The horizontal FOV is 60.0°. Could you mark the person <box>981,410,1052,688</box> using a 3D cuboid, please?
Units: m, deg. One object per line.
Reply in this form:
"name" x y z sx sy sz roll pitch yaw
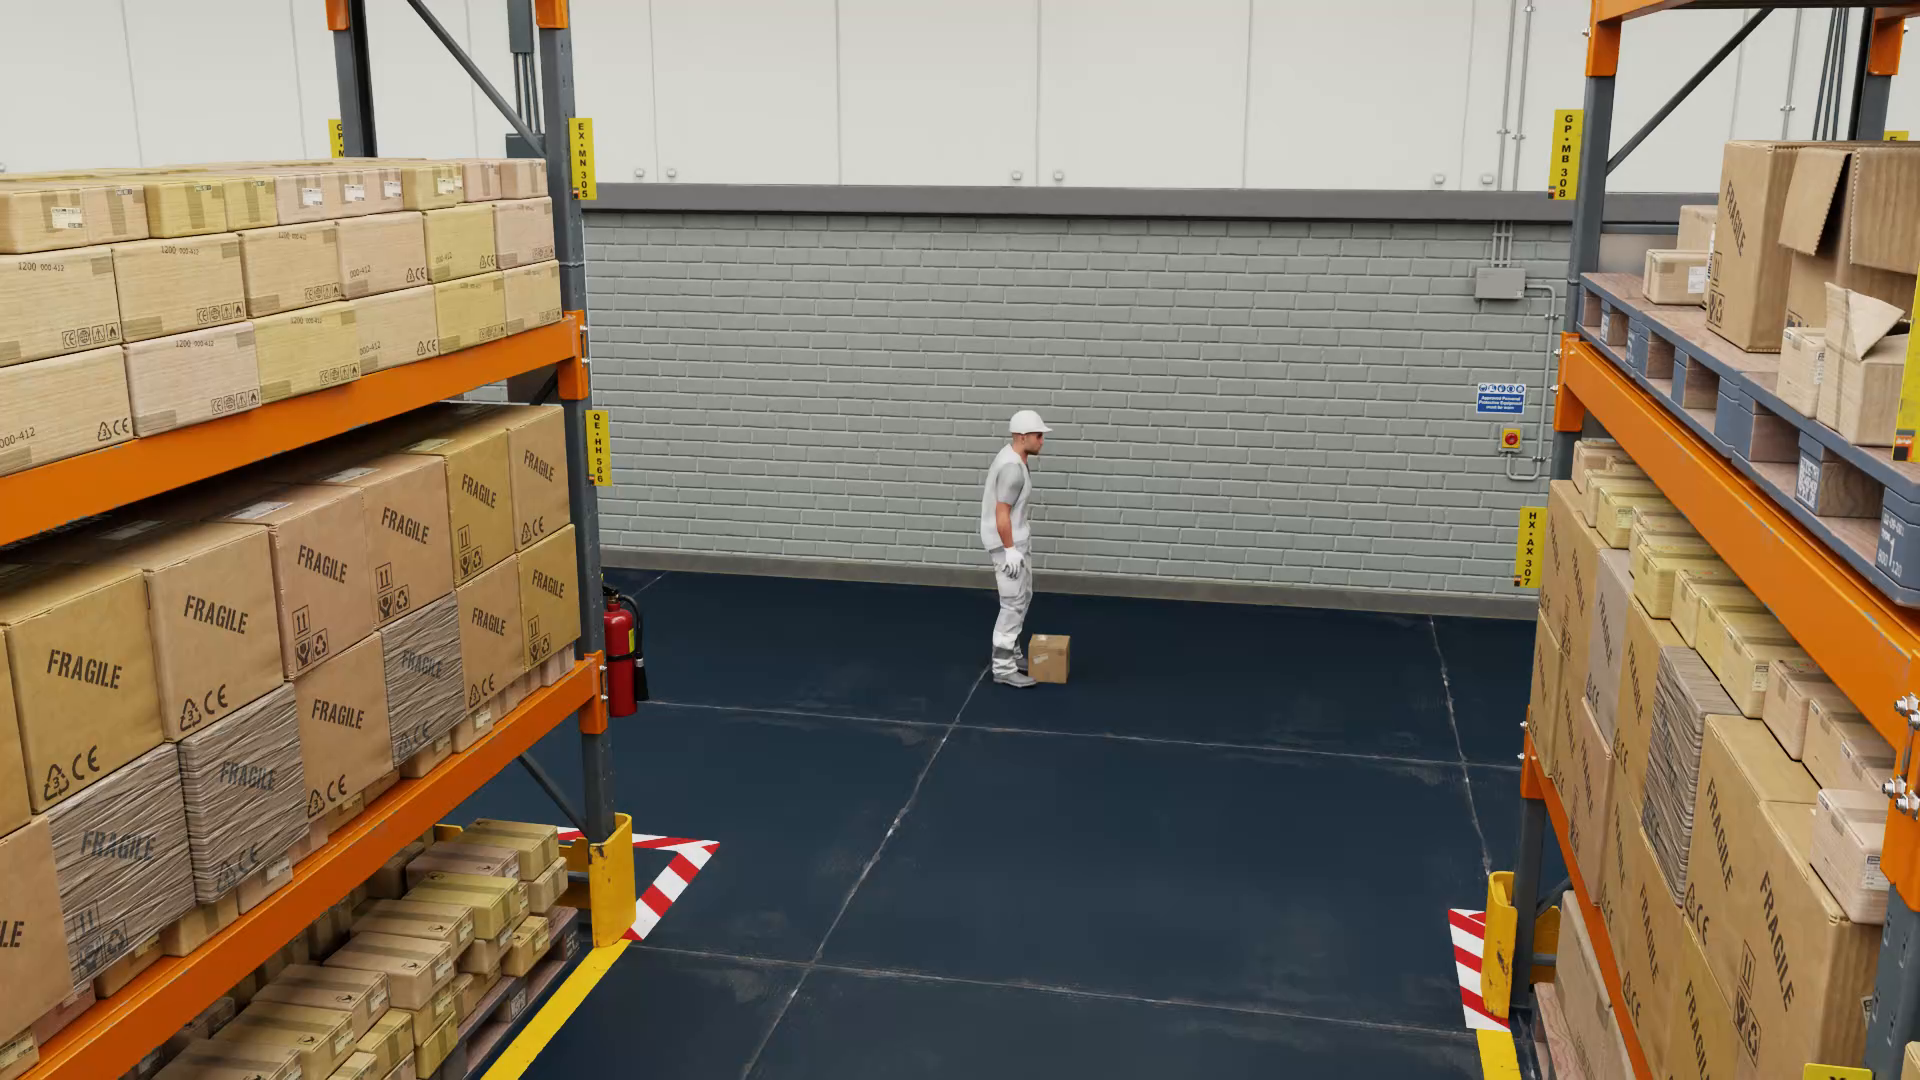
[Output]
"person" 0.365 0.037 10.841 0.453 1.777 0.608 2 15 9
